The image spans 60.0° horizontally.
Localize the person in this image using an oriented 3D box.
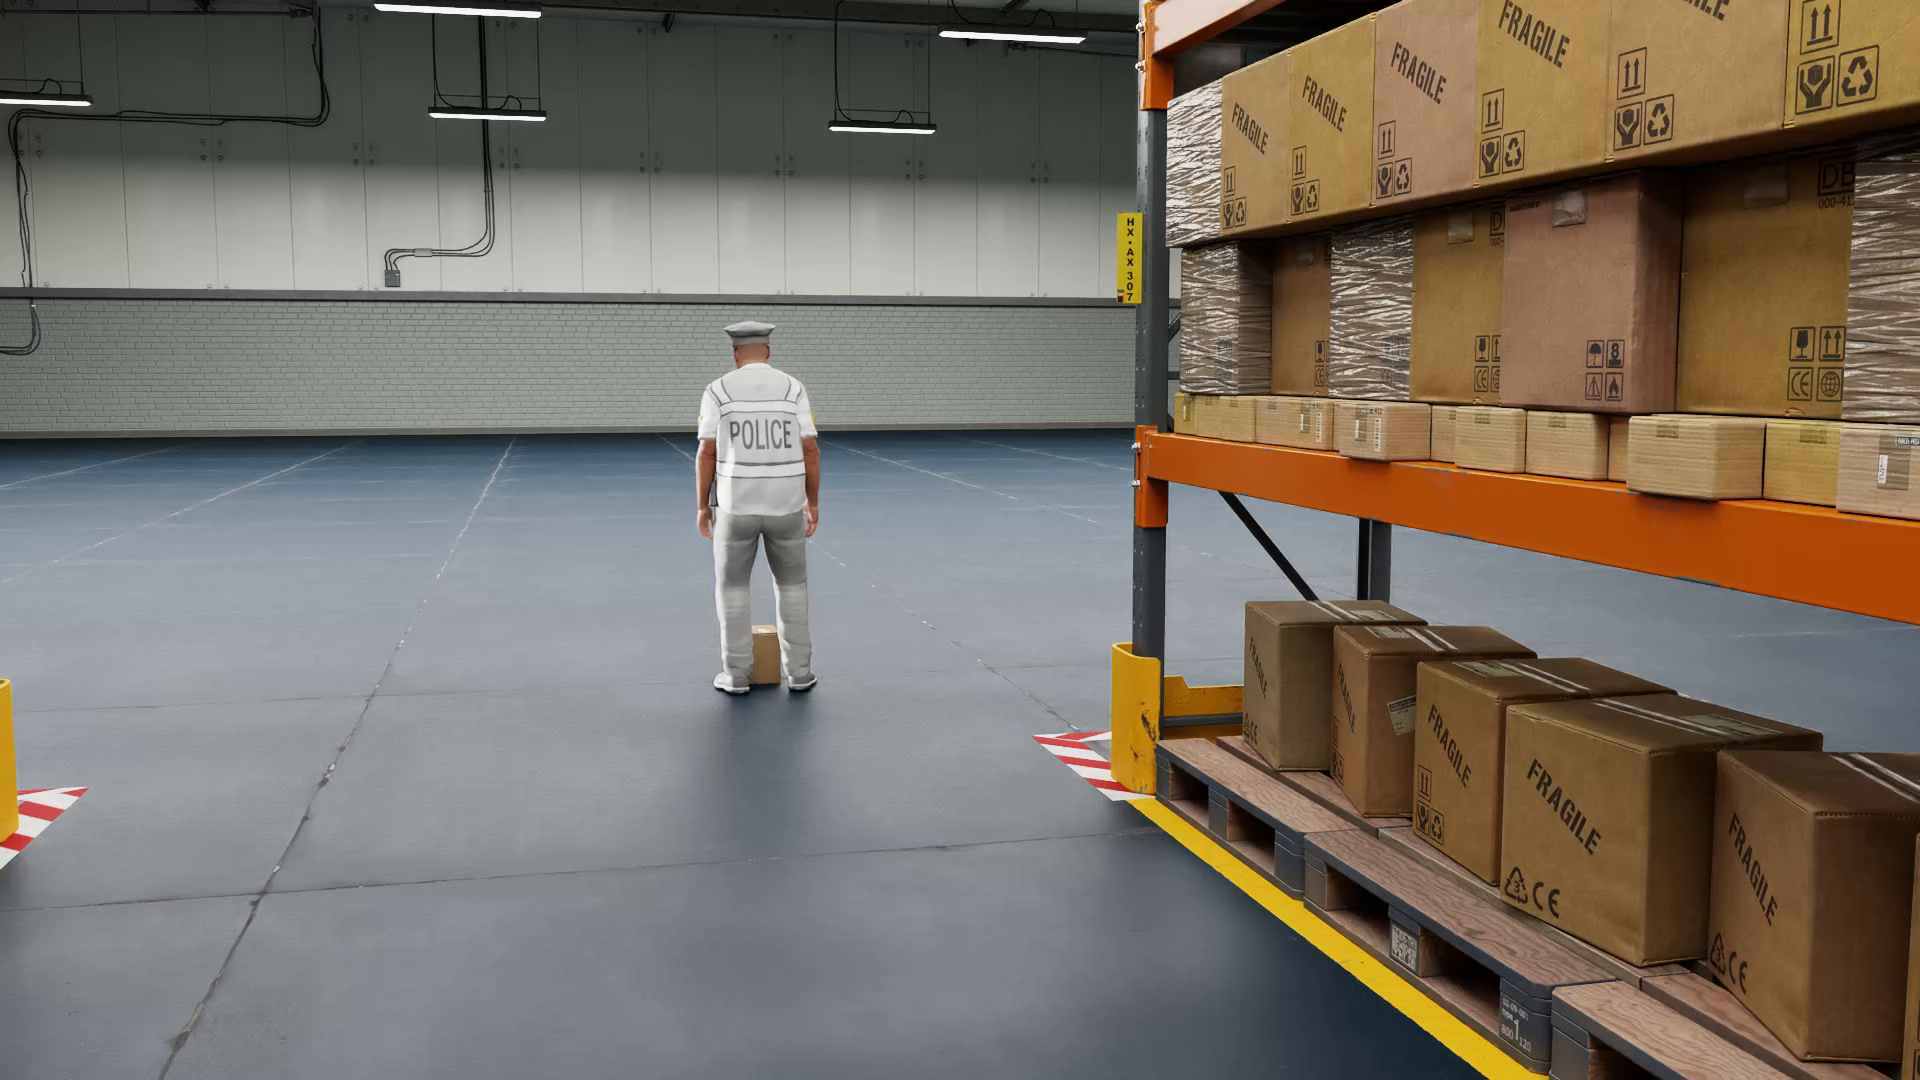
[{"bbox_3d":[-0.948,-0.154,7.853,0.587,1.748,0.438,-1,6,-13],"label":"person"}]
